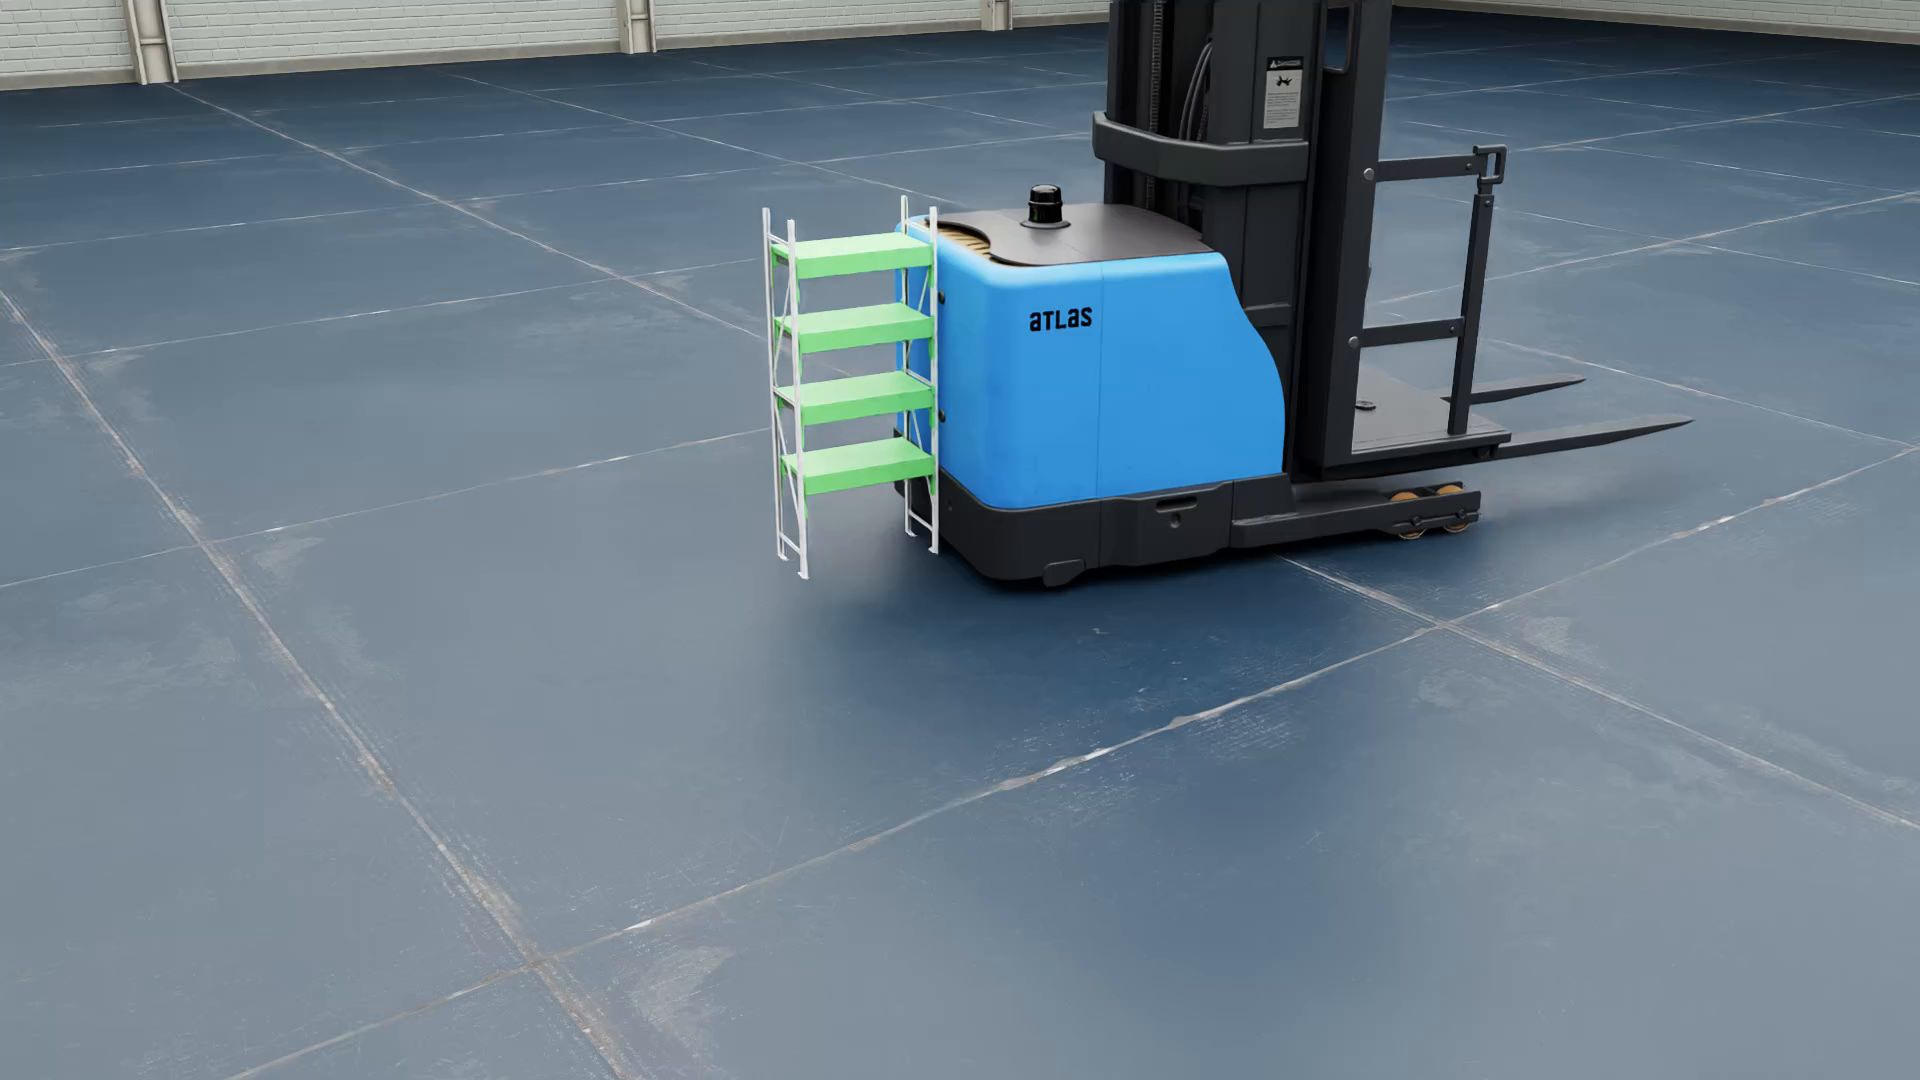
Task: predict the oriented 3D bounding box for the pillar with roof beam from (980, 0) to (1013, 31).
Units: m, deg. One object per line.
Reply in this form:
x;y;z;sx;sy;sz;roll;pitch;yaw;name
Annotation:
3.073;-10.723;20.627;0.400;9.000;9.100;-15;26;-33;pillar with roof beam

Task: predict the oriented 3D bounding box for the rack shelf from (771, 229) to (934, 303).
-0.353;-0.892;5.391;0.480;0.148;0.258;-11;24;-25;rack shelf

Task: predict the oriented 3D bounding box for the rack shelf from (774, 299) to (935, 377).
-0.353;-0.669;5.480;0.480;0.148;0.258;-11;24;-25;rack shelf

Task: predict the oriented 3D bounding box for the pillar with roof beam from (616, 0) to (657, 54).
-1.797;-9.424;17.372;0.400;9.000;9.100;-15;26;-33;pillar with roof beam

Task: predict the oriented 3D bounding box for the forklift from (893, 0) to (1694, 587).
1.325;-1.535;5.789;3.031;2.935;1.130;-8;23;-20;forklift

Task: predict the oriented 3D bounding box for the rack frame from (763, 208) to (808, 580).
-0.571;-0.465;5.443;0.015;1.200;0.240;-11;24;-25;rack frame

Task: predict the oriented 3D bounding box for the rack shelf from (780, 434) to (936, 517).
-0.353;-0.224;5.658;0.480;0.148;0.258;-11;24;-25;rack shelf

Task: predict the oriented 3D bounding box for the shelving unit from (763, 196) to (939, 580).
-0.353;-0.506;5.545;0.503;1.200;0.258;-11;24;-25;shelving unit

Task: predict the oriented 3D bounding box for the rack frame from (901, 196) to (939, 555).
-0.135;-0.547;5.647;0.015;1.200;0.240;-11;24;-25;rack frame

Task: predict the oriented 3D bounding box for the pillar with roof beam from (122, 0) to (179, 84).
-6.667;-8.126;14.117;0.400;9.000;9.100;-15;26;-33;pillar with roof beam

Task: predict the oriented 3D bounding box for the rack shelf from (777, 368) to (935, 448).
-0.353;-0.446;5.569;0.480;0.148;0.258;-11;24;-25;rack shelf
